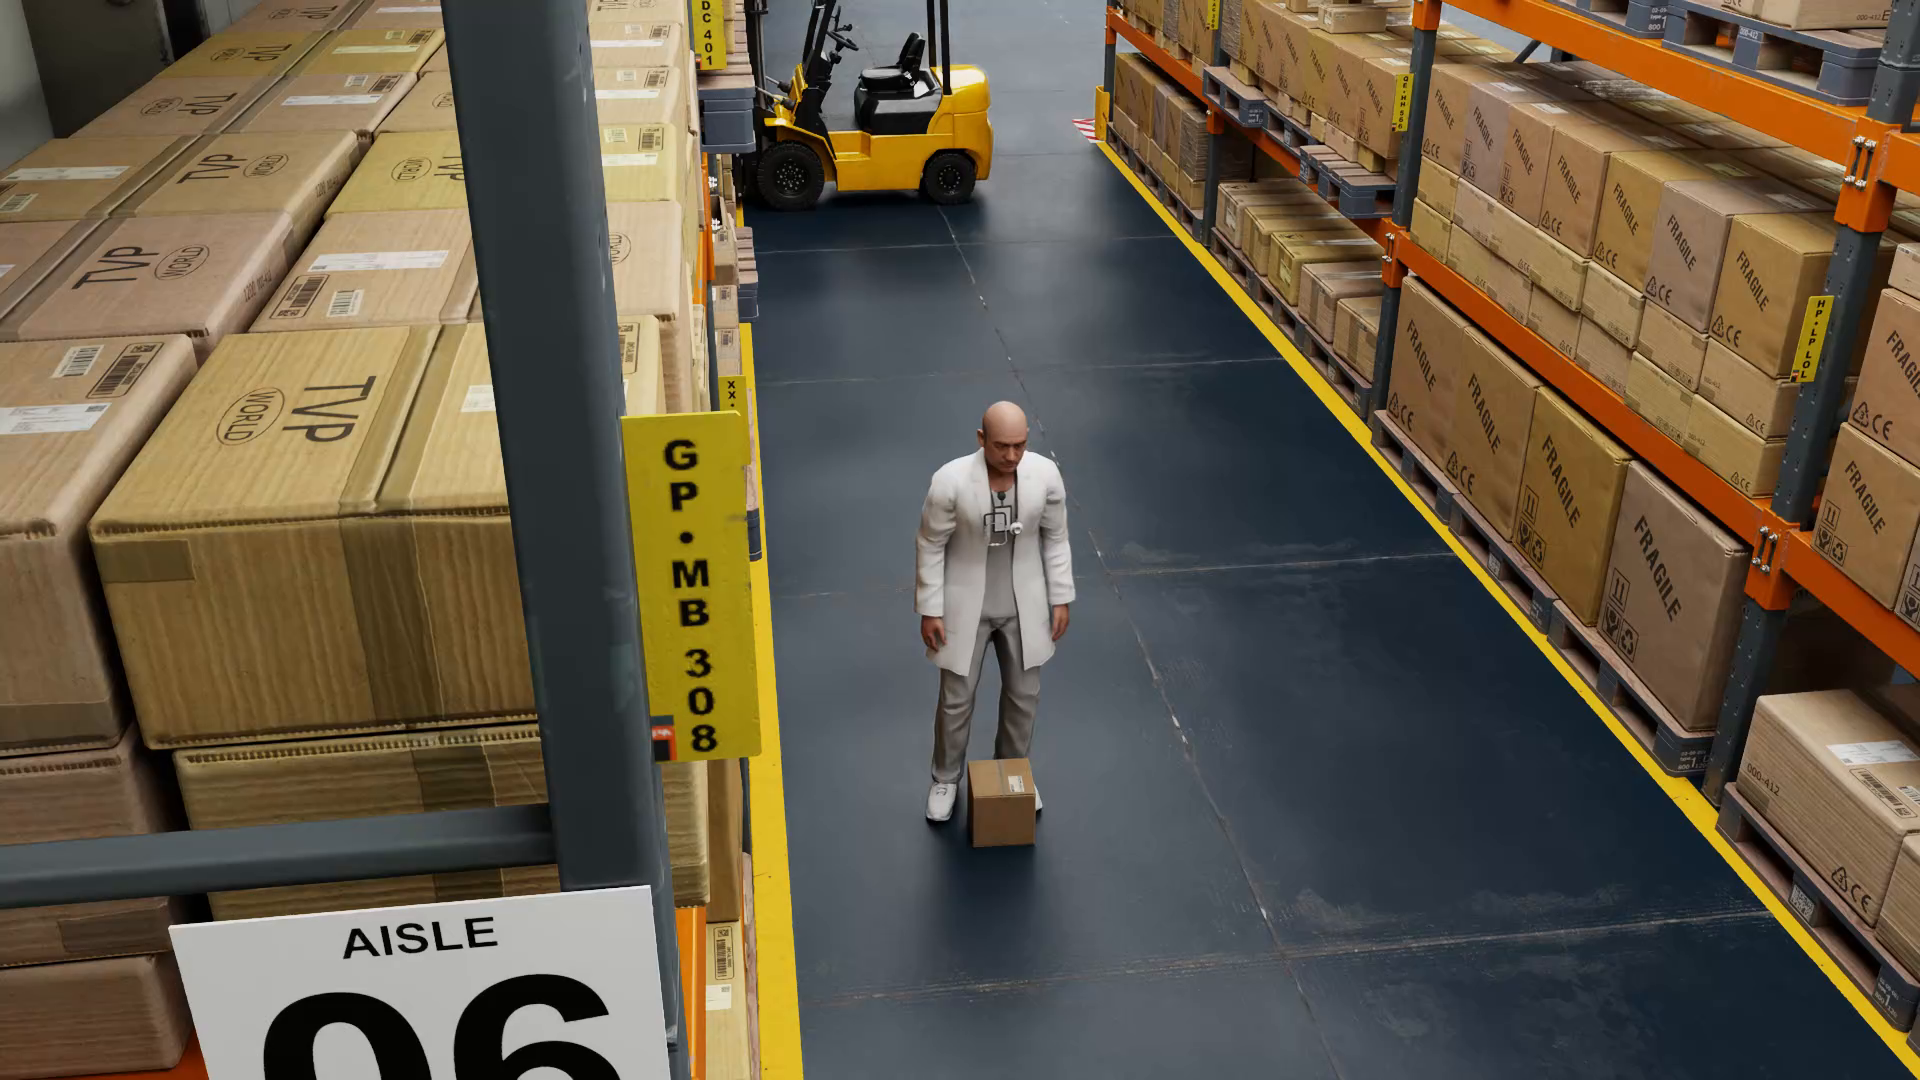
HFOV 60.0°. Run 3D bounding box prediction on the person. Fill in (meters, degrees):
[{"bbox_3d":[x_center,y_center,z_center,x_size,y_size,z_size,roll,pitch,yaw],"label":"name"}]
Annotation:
[{"bbox_3d":[0.140,0.270,6.599,0.654,1.774,0.421,-5,27,-10],"label":"person"}]
